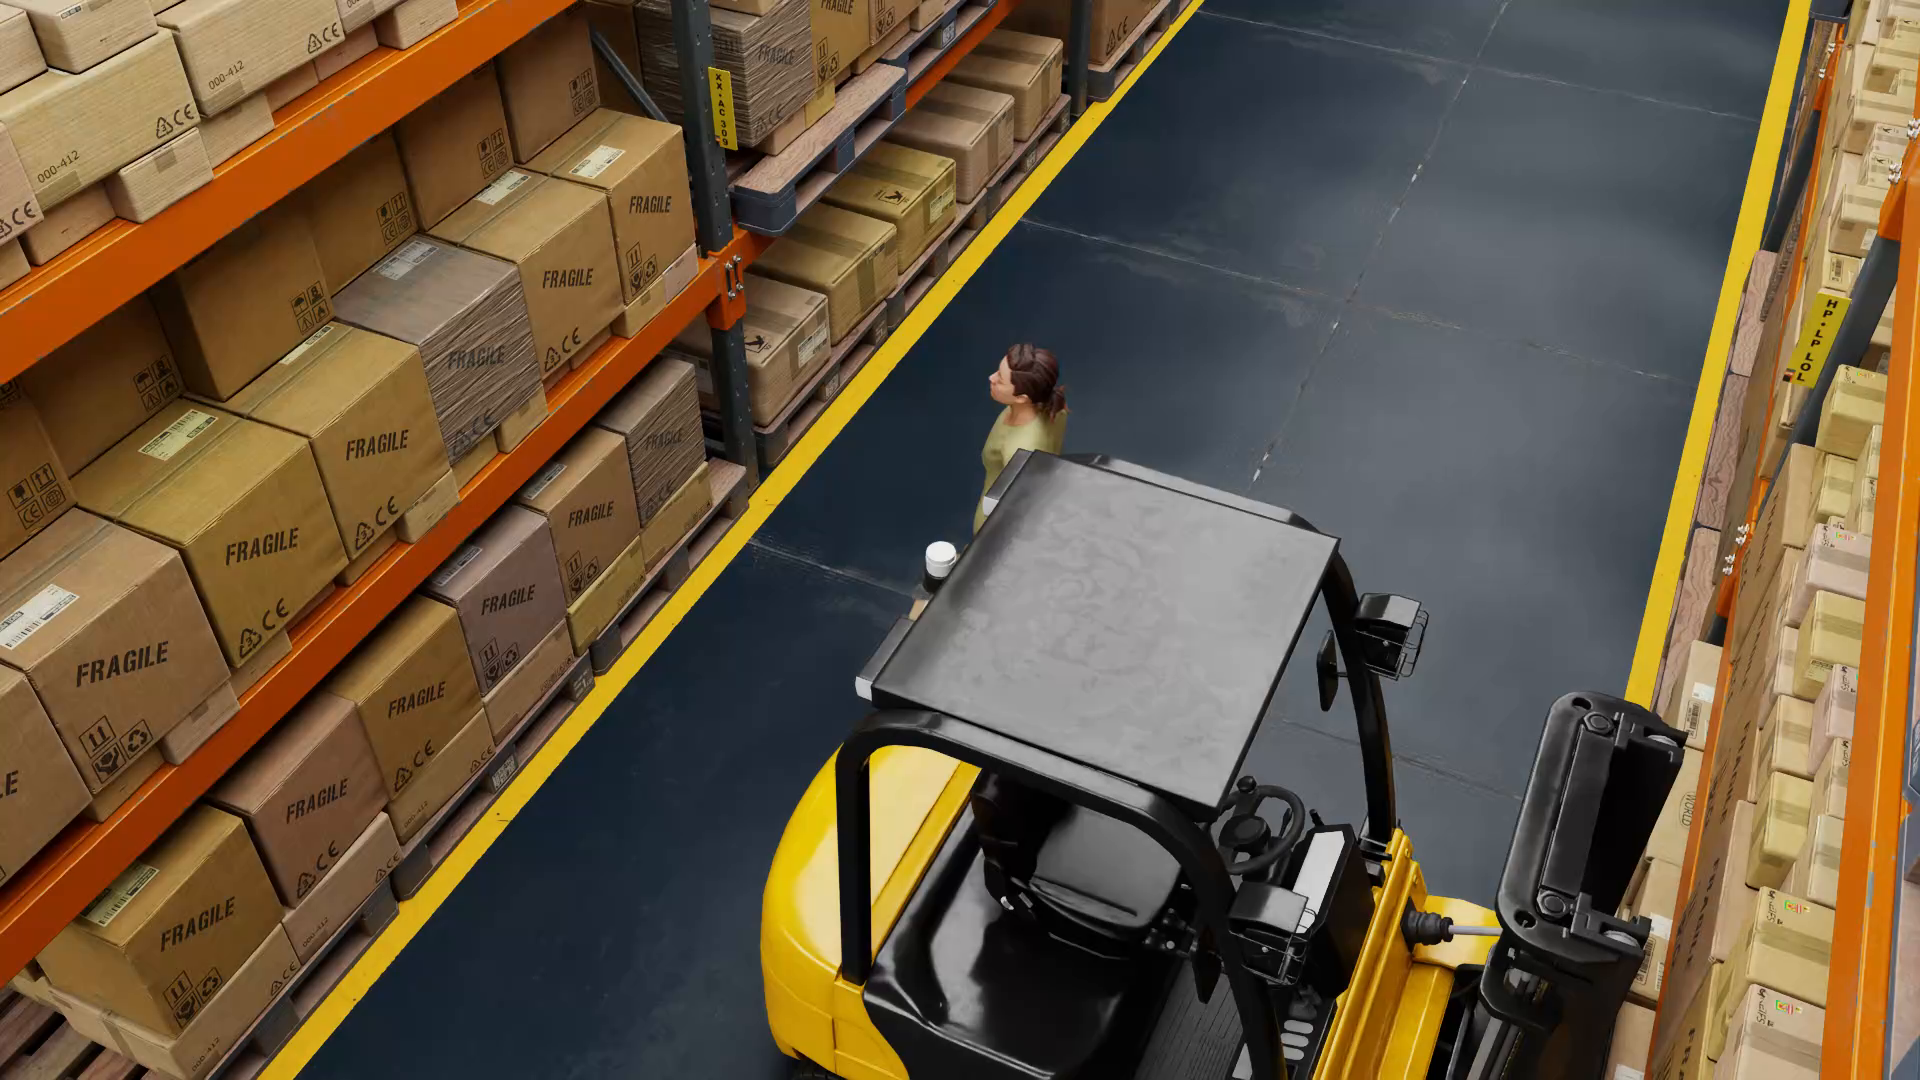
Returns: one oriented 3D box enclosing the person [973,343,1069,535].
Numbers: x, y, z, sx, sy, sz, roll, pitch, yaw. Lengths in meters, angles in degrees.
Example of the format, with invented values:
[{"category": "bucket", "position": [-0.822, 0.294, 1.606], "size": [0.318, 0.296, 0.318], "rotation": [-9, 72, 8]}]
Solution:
[{"category": "person", "position": [0.126, -0.082, 6.238], "size": [0.549, 1.674, 0.551], "rotation": [12, 43, 13]}]
